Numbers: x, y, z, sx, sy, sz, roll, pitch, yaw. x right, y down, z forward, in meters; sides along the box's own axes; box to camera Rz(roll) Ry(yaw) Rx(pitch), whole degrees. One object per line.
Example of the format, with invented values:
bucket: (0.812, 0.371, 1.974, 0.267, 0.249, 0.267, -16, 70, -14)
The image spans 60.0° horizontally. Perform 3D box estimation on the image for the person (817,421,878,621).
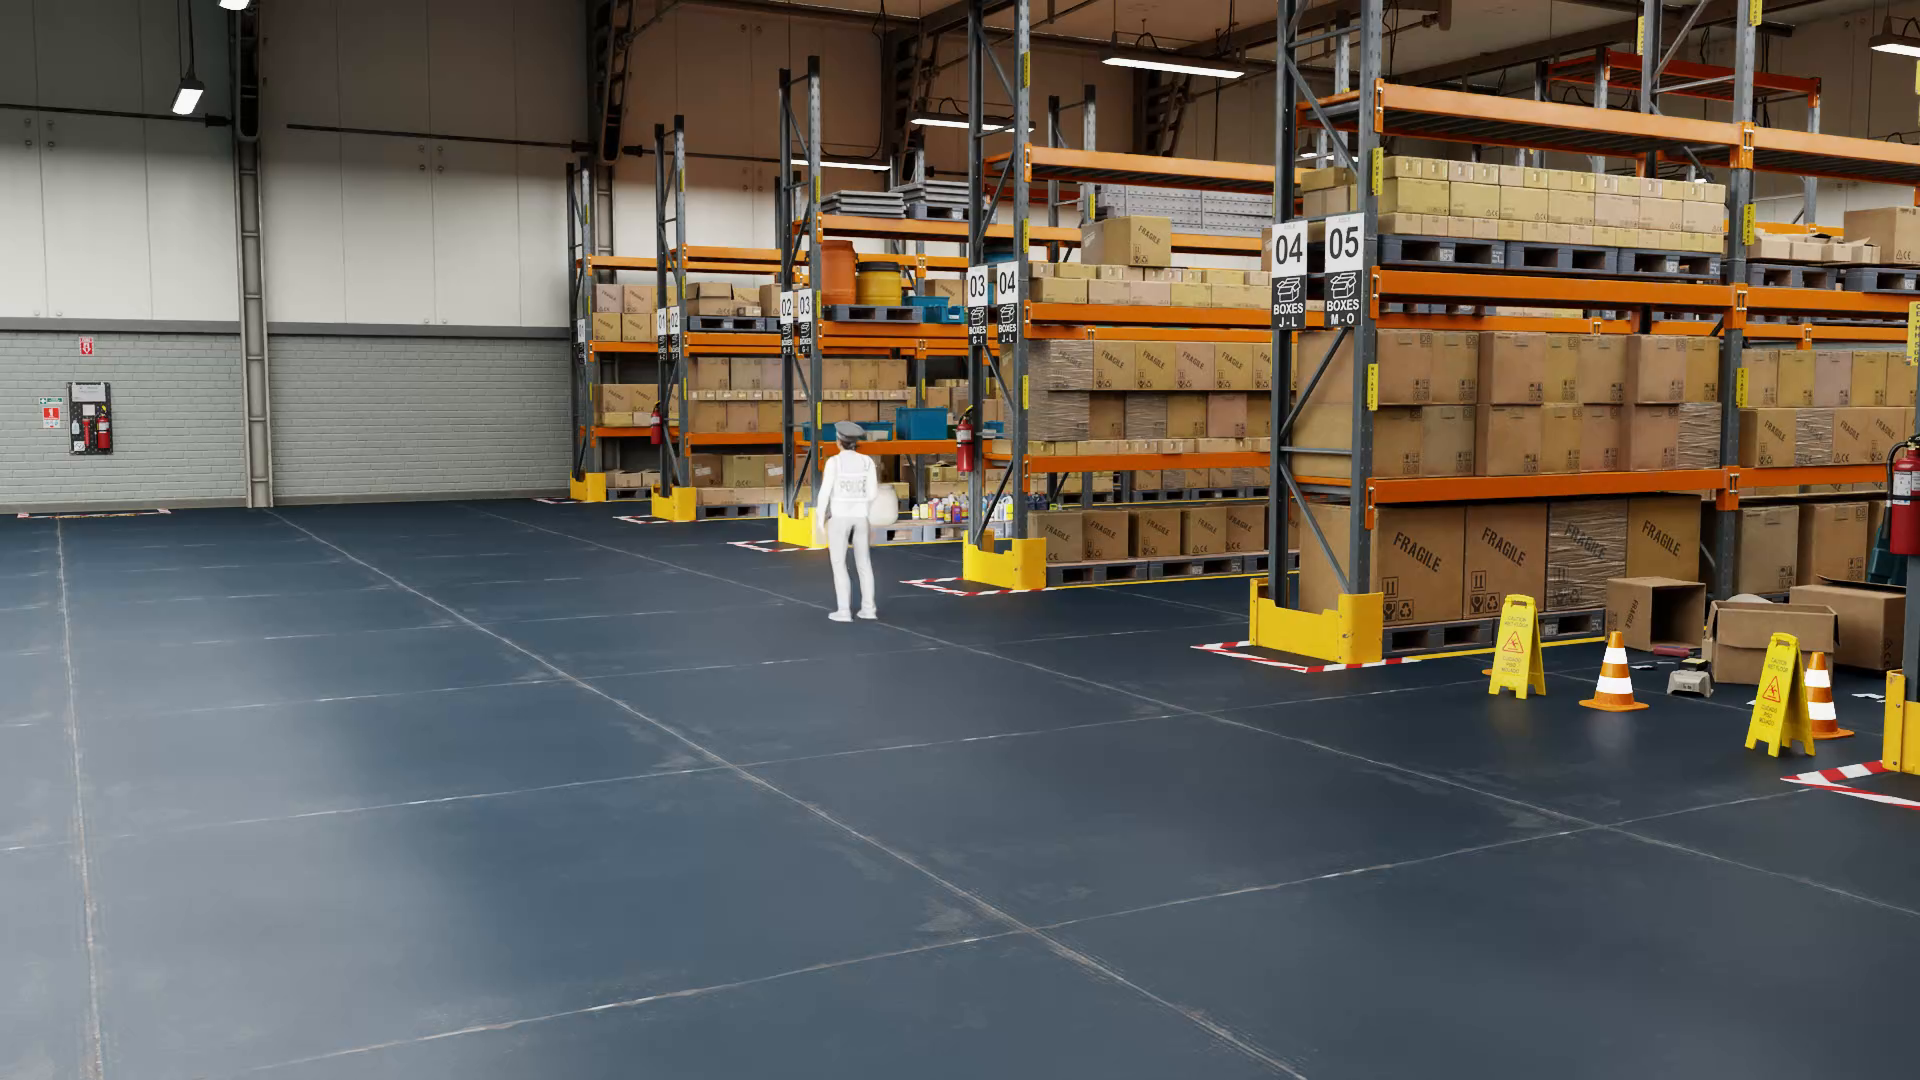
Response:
person: (-0.964, -0.162, 14.124, 0.557, 1.691, 0.402, -3, 6, -29)
